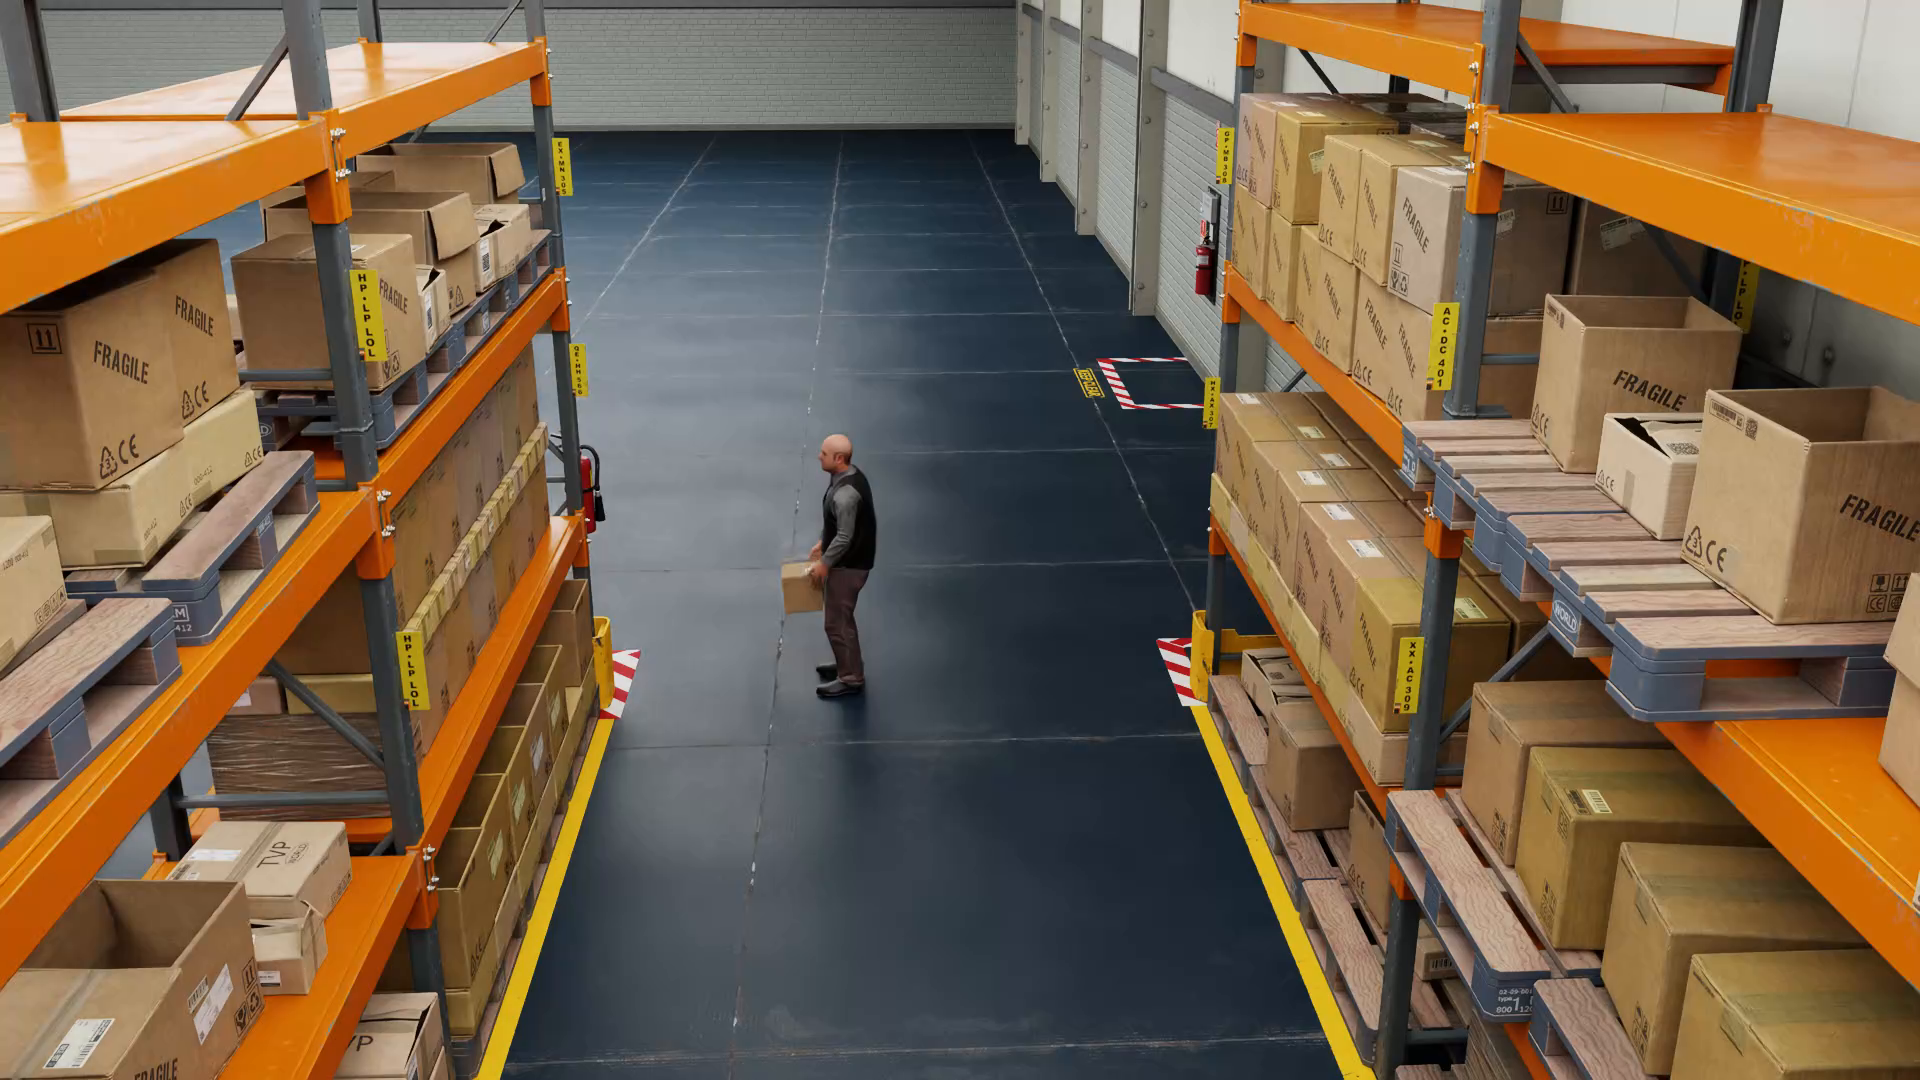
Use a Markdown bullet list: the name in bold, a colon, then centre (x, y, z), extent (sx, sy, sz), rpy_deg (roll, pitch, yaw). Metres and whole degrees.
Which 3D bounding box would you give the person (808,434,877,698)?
- **person**: centre (-0.756, 0.150, 10.695), extent (0.446, 1.727, 0.551), rpy_deg (-2, 20, -4)
